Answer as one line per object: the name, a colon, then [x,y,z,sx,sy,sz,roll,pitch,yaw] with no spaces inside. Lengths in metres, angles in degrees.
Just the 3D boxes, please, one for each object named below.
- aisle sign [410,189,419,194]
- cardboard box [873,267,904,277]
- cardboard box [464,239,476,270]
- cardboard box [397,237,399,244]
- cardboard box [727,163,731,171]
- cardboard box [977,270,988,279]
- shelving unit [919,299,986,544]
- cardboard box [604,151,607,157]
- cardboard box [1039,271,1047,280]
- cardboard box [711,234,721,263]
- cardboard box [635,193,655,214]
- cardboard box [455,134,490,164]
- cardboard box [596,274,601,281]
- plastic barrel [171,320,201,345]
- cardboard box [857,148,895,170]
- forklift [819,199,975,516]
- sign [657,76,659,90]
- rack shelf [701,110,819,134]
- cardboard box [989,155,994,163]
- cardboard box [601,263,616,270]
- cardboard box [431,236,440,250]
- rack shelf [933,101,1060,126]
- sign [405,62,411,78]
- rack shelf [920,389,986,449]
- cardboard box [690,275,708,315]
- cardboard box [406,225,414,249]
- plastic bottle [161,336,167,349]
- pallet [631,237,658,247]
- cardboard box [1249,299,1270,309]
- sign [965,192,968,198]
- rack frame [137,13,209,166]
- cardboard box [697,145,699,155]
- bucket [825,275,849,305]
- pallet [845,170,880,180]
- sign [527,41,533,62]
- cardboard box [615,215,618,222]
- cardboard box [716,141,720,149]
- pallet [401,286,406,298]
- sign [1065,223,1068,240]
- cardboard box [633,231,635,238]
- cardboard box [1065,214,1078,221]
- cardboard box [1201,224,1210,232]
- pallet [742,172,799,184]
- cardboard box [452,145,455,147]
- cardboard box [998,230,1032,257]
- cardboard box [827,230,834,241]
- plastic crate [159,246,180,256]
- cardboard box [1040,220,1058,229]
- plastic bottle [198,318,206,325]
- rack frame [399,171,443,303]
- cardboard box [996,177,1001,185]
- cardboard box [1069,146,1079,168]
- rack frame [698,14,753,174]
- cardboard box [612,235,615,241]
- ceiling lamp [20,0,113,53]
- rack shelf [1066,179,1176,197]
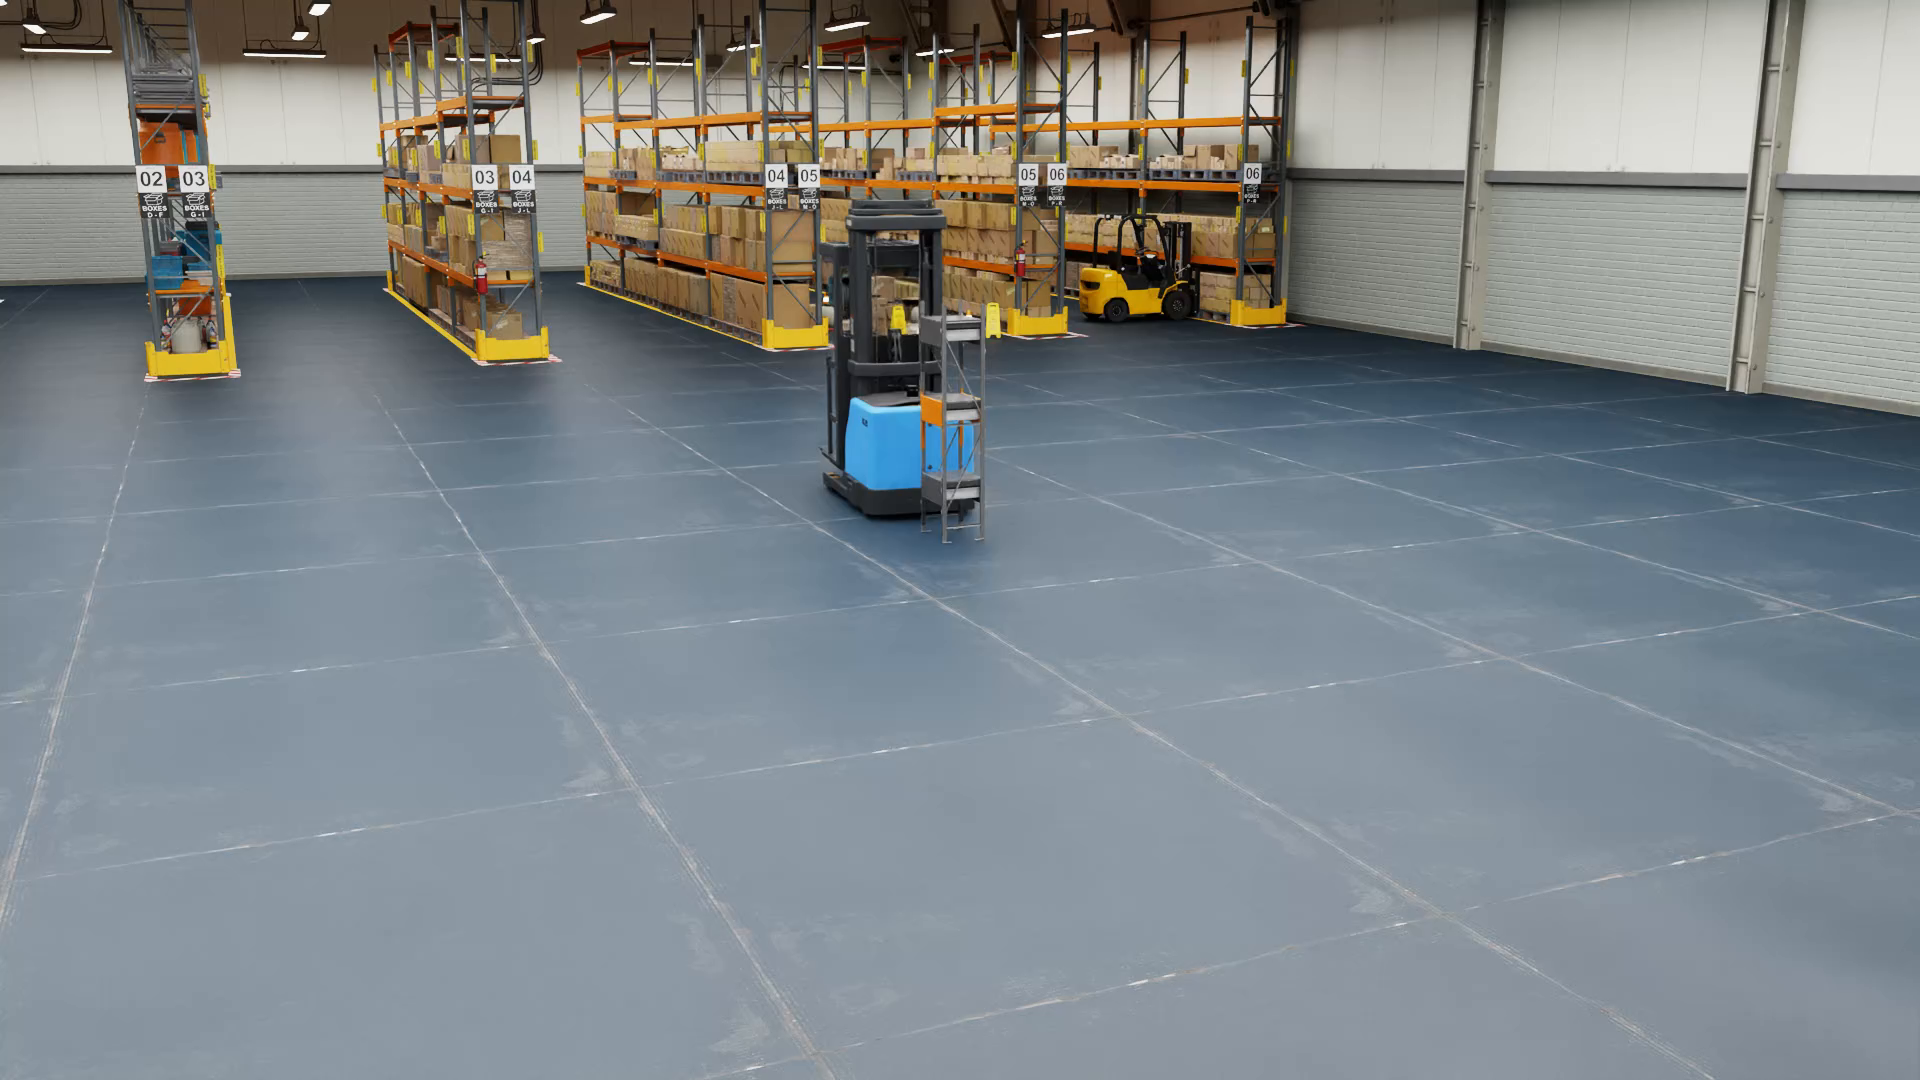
aisle sign: [-13.717,-9.151,41.991,0.394,0.787,0.004,-6,14,-23]
cardboard box: [-1.879,-6.405,39.671,0.875,0.875,0.875,-6,14,-23]
cardboard box: [-8.060,-4.939,28.677,0.875,0.500,0.500,-6,14,-23]
cardboard box: [-13.196,-7.140,39.624,0.380,0.149,0.250,-5,14,-22]
cardboard box: [-4.128,-6.963,31.053,0.380,0.149,0.250,-5,14,-22]
cardboard box: [0.556,-5.297,33.169,0.380,0.149,0.250,-5,14,-21]
shelving unit: [-0.066,-1.057,14.781,0.431,2.100,0.503,-6,14,-23]
cardboard box: [-8.577,-9.524,41.055,0.380,0.149,0.250,-6,14,-25]
cardboard box: [2.311,-6.693,41.749,0.500,0.500,0.500,-6,14,-24]
cardboard box: [-4.413,-5.788,32.895,0.875,0.550,0.550,-6,14,-23]
cardboard box: [-7.734,-8.239,40.718,0.500,0.500,0.500,-5,14,-22]
cardboard box: [-8.407,-6.733,28.666,0.500,0.500,0.500,-6,14,-23]
cardboard box: [-9.174,-6.788,42.938,0.380,0.149,0.250,-5,14,-22]
plastic barrel: [-12.627,-3.315,27.126,0.421,0.512,0.421,0,13,0]
cardboard box: [-1.968,-8.865,38.710,0.797,0.503,0.637,-7,15,-26]
forklift: [-0.782,-1.943,16.765,1.130,2.935,3.031,-4,14,-17]
sign: [-7.270,-10.950,39.800,0.100,0.325,0.005,-6,14,-23]
rack shelf: [-3.770,-7.755,30.901,1.077,0.370,4.000,-6,14,-23]
cardboard box: [0.787,-7.419,32.408,0.380,0.149,0.250,-6,14,-23]
cardboard box: [-8.935,-6.966,42.388,0.380,0.149,0.250,-5,14,-22]
cardboard box: [-10.298,-5.954,33.346,0.500,0.250,0.500,-6,14,-25]
rack shelf: [0.725,-8.416,32.878,1.077,0.370,4.000,-6,14,-23]
sign: [-11.266,-9.594,33.942,0.100,0.325,0.005,-6,14,-23]
rack shelf: [-0.066,-1.044,14.784,0.431,0.518,0.480,-6,14,-23]
cardboard box: [-4.903,-5.019,33.962,1.050,0.750,0.750,-6,14,-23]
cardboard box: [-12.204,-6.844,37.565,0.500,0.500,0.500,-6,14,-23]
plastic bottle: [-13.230,-3.280,27.622,0.097,0.201,0.097,0,13,0]
pallet: [-7.004,-6.929,38.580,1.003,0.211,1.213,-6,14,-23]
cardboard box: [6.055,-4.865,34.406,0.500,0.250,0.500,-6,14,-23]
sign: [0.180,-9.951,47.944,0.100,0.325,0.005,-6,14,-23]
rack frame: [-15.297,-8.665,32.352,1.000,3.000,0.127,-6,14,-23]
cardboard box: [-5.221,-8.046,34.957,0.500,0.500,0.500,-6,14,-23]
bucket: [-2.405,-5.116,34.213,0.726,0.611,0.620,-1,3,-4]
pallet: [-1.985,-8.582,39.066,1.213,0.211,1.003,-5,14,-20]
sign: [-7.057,-8.002,27.241,0.100,0.325,0.005,-6,14,-23]
cardboard box: [-8.040,-7.692,39.761,0.380,0.149,0.250,-5,14,-20]
cardboard box: [-4.431,-7.508,31.641,0.380,0.149,0.250,-6,14,-24]
pallet: [-13.087,-6.074,40.647,1.003,0.211,1.213,-6,14,-23]
sign: [2.023,-5.903,31.802,0.100,0.325,0.005,-6,14,-23]
cardboard box: [-7.302,-7.025,38.196,0.380,0.149,0.250,-5,14,-21]
cardboard box: [2.726,-7.806,40.286,0.380,0.149,0.250,-5,14,-21]
cardboard box: [5.260,-6.505,34.662,0.380,0.149,0.250,-6,14,-25]
pallet: [-3.276,-6.535,29.996,1.003,0.211,1.213,-6,14,-23]
cardboard box: [-9.939,-7.659,33.326,0.500,0.500,0.500,-5,14,-22]
cardboard box: [1.056,-5.713,32.020,0.500,0.500,0.500,-6,14,-24]
cardboard box: [-2.947,-7.509,40.996,0.500,0.250,0.500,-6,14,-23]
plastic crate: [-14.169,-5.020,29.764,0.402,0.464,0.583,-6,14,-23]
cardboard box: [2.149,-7.854,41.555,0.500,0.250,0.500,-6,14,-26]
plastic bottle: [-13.305,-3.720,29.189,0.144,0.351,0.185,-6,14,-23]
rack frame: [-12.361,-7.016,38.532,1.000,3.000,0.127,-6,14,-23]
cardboard box: [0.922,-6.926,32.047,0.380,0.149,0.250,-5,14,-21]
cardboard box: [2.935,-9.126,39.620,0.500,0.500,0.500,-5,14,-22]
rack frame: [-4.571,-8.713,32.560,1.000,3.000,0.127,-6,14,-23]
cardboard box: [-8.308,-7.402,40.757,0.380,0.149,0.250,-6,14,-24]
ceiling lamp: [-21.823,-13.495,40.275,2.000,3.185,0.800,-6,14,-23]
rack shelf: [3.669,-8.232,38.727,1.077,0.370,4.000,-6,14,-23]
